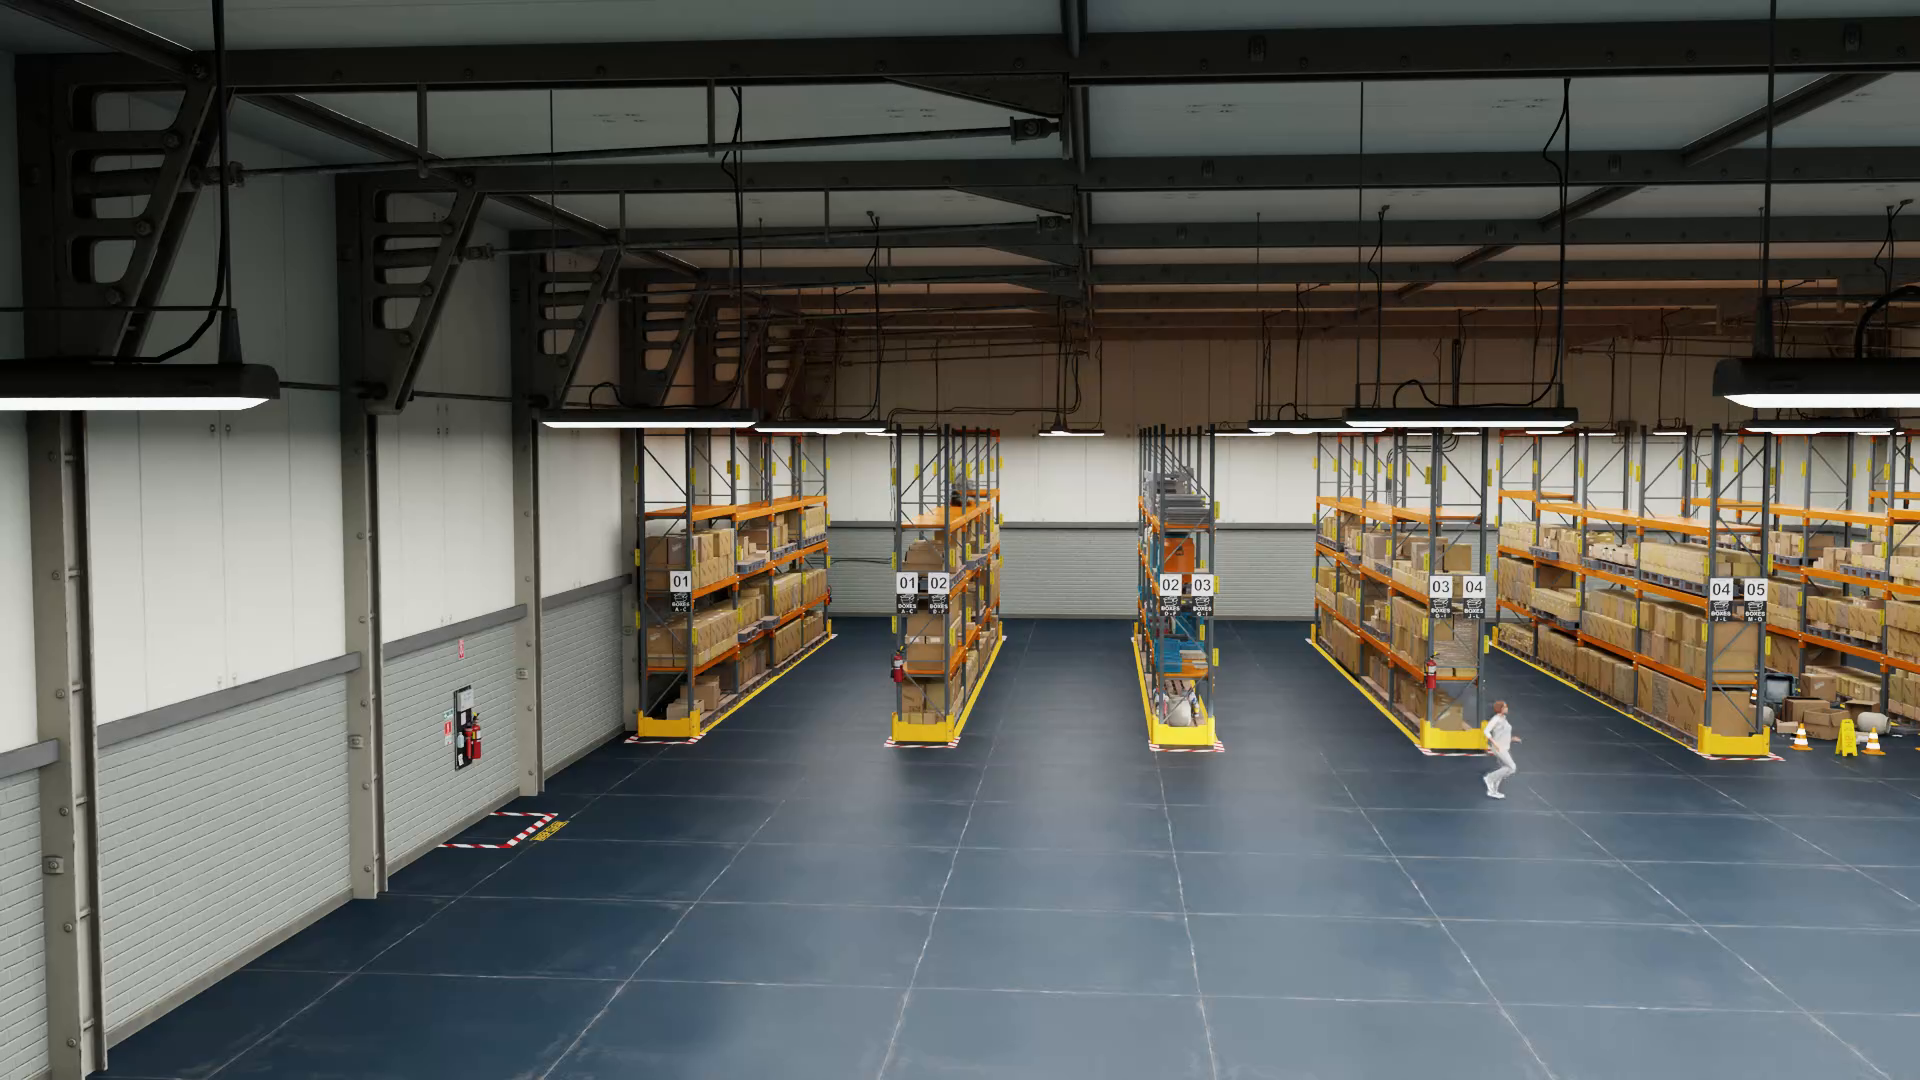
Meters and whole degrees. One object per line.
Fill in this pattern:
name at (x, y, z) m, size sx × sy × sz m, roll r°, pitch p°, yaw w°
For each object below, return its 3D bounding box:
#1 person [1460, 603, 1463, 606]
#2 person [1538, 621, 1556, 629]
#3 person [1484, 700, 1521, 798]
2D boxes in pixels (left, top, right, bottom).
person at (13.417, 2.251, 43.832) m, size 0.571 × 1.698 × 0.734 m, roll 1°, pitch 4°, yaw 8°
person at (16.515, 2.000, 47.029) m, size 0.712 × 1.724 × 0.719 m, roll -2°, pitch 4°, yaw -33°
person at (8.639, 3.337, 26.437) m, size 0.527 × 1.543 × 0.525 m, roll 2°, pitch 4°, yaw 31°
